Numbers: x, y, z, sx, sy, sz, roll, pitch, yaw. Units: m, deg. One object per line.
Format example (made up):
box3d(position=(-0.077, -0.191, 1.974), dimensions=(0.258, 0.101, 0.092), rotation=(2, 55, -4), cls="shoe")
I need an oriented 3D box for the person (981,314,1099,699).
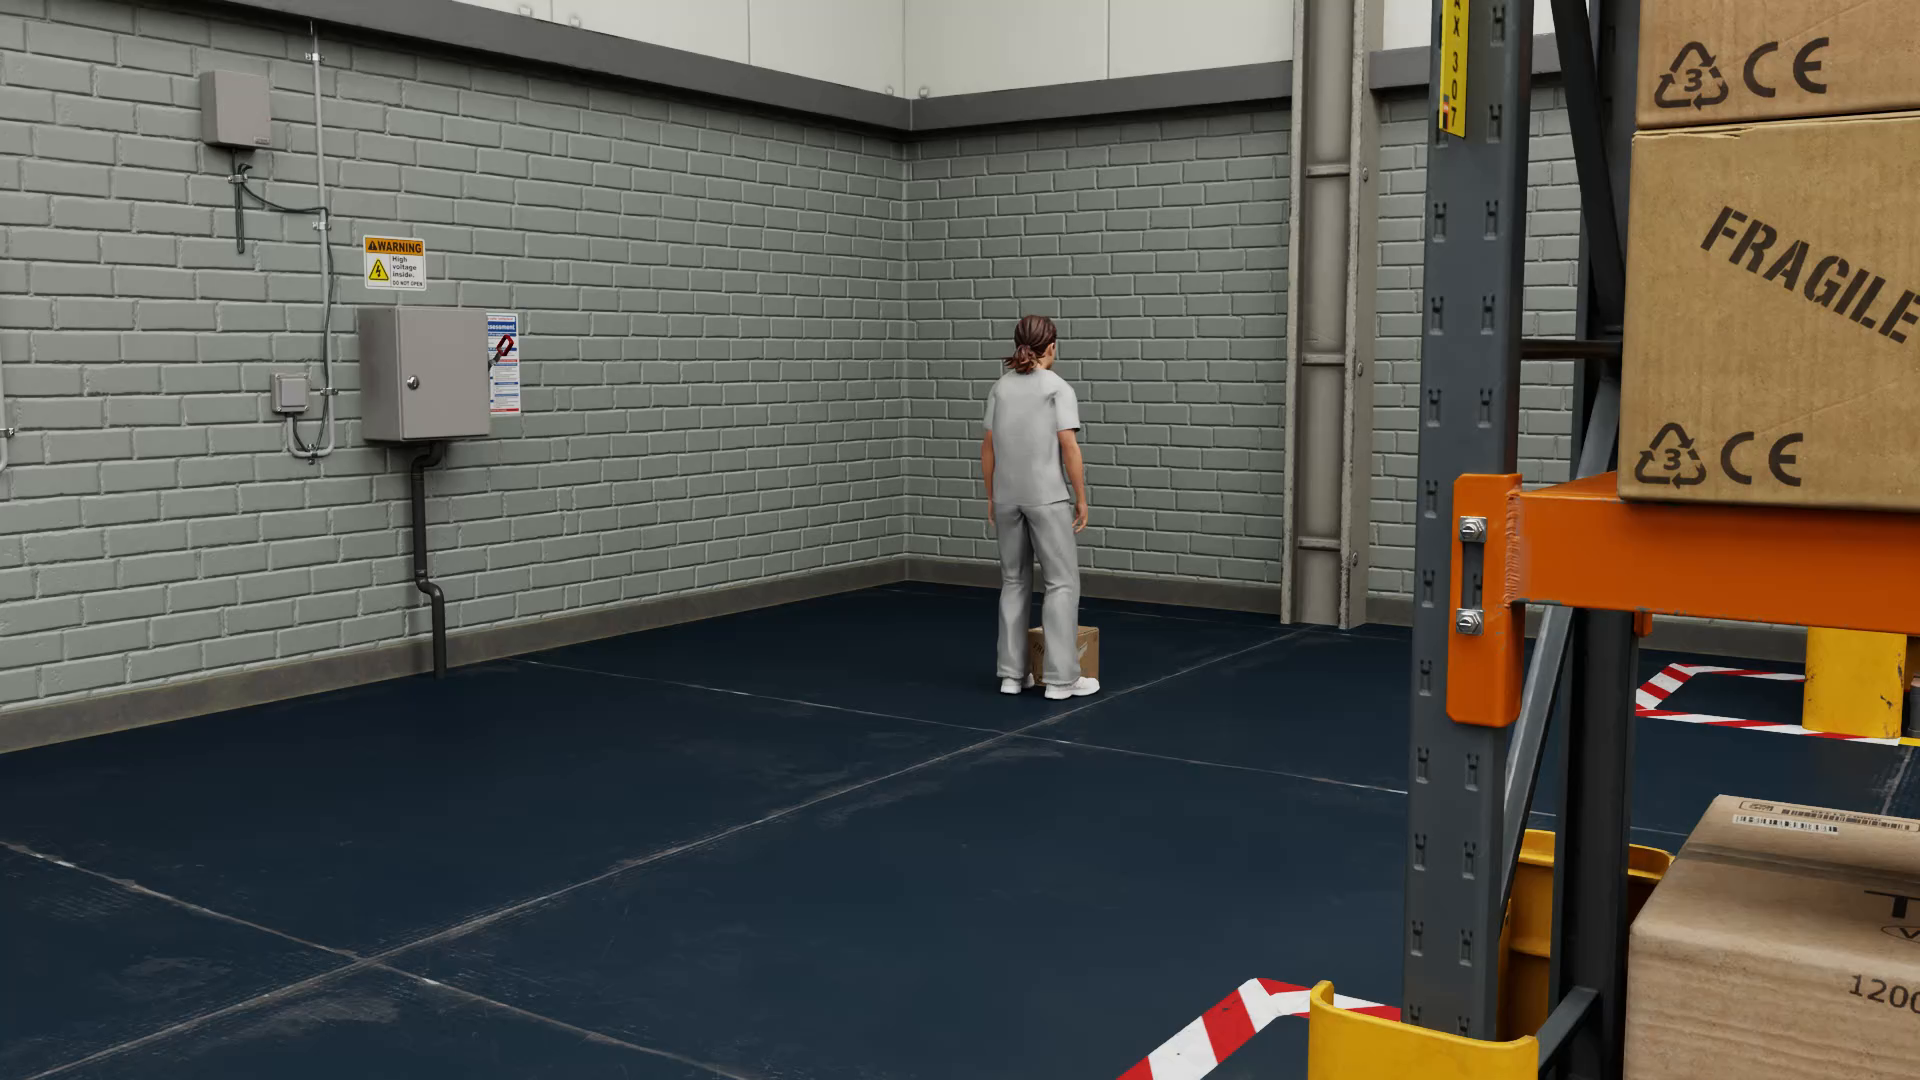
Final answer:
box3d(position=(0.334, -0.150, 7.328), dimensions=(0.513, 1.669, 0.355), rotation=(4, 7, 31), cls="person")
